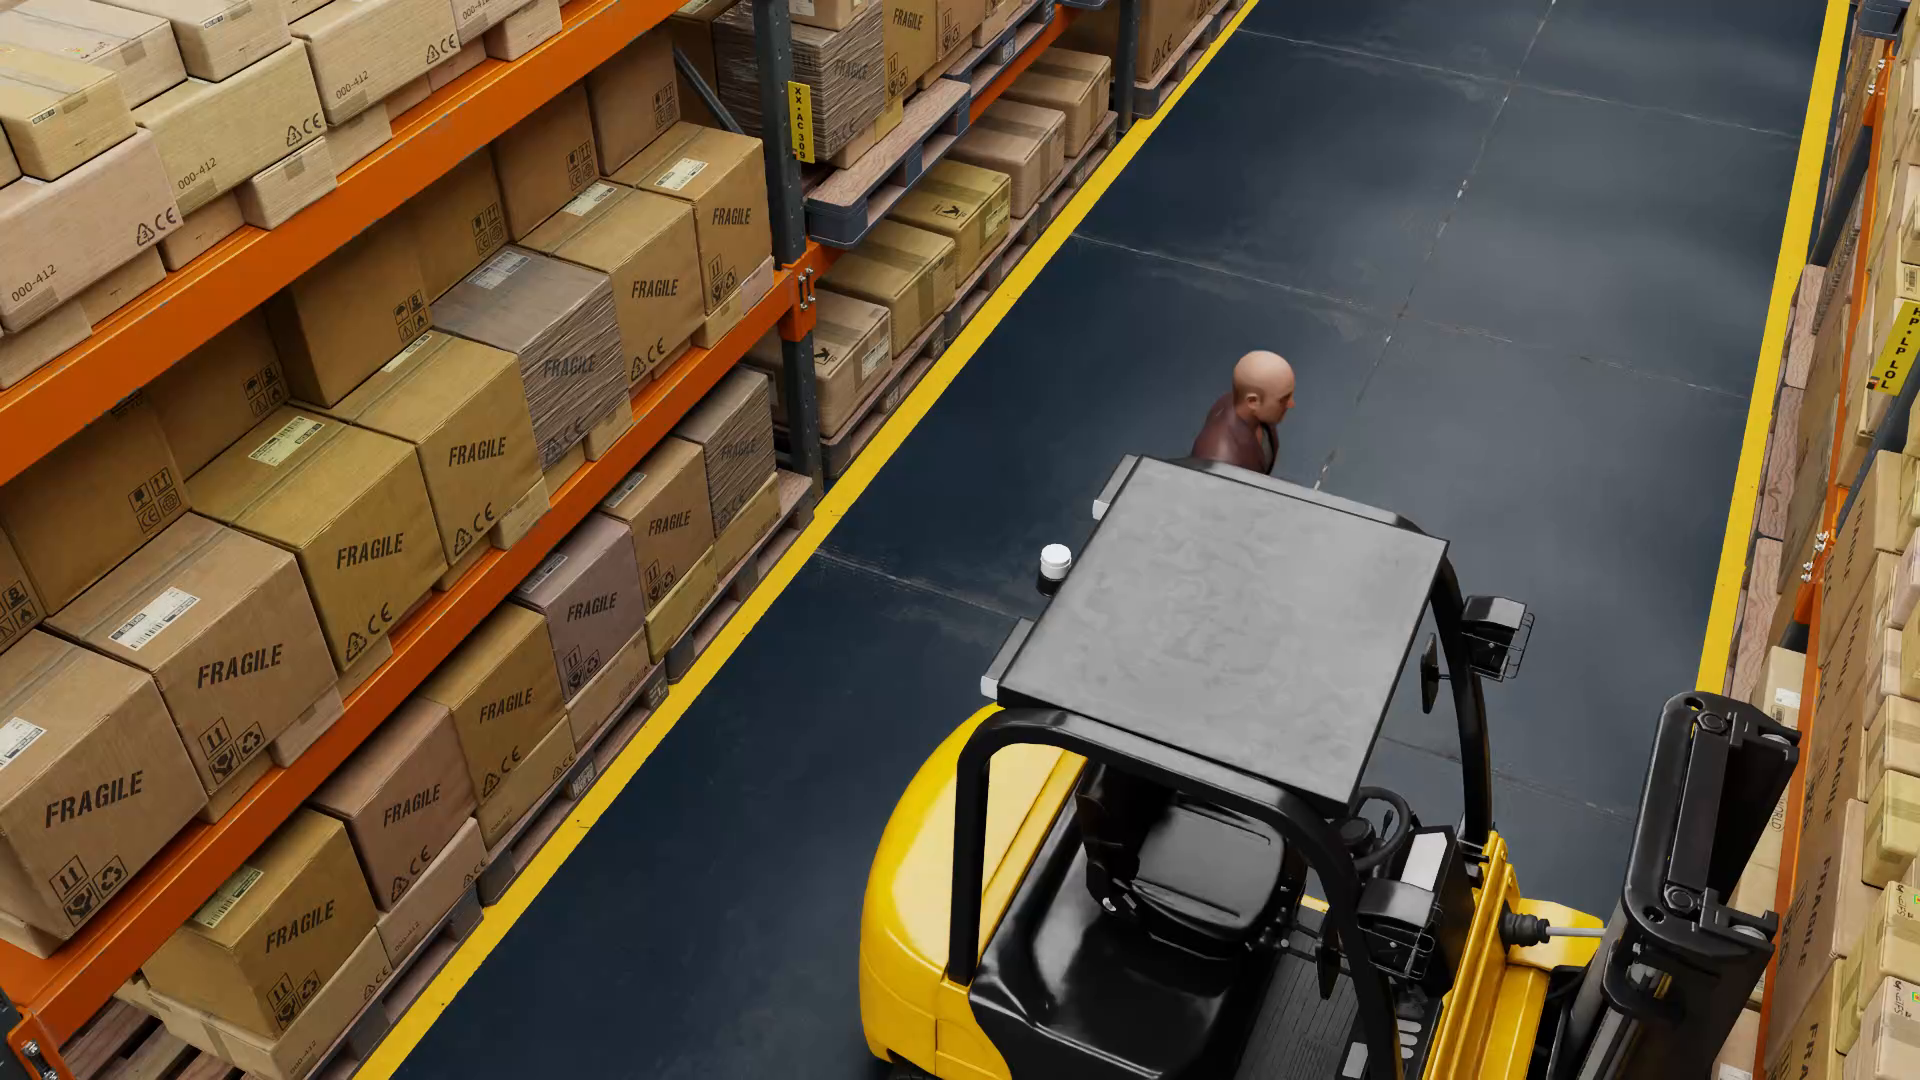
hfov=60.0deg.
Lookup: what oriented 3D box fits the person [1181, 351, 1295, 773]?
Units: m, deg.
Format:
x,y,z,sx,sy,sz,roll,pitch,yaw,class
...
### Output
x,y,z,sx,sy,sz,roll,pitch,yaw,class
0.994,0.059,6.102,0.424,1.777,0.591,16,44,17,person
